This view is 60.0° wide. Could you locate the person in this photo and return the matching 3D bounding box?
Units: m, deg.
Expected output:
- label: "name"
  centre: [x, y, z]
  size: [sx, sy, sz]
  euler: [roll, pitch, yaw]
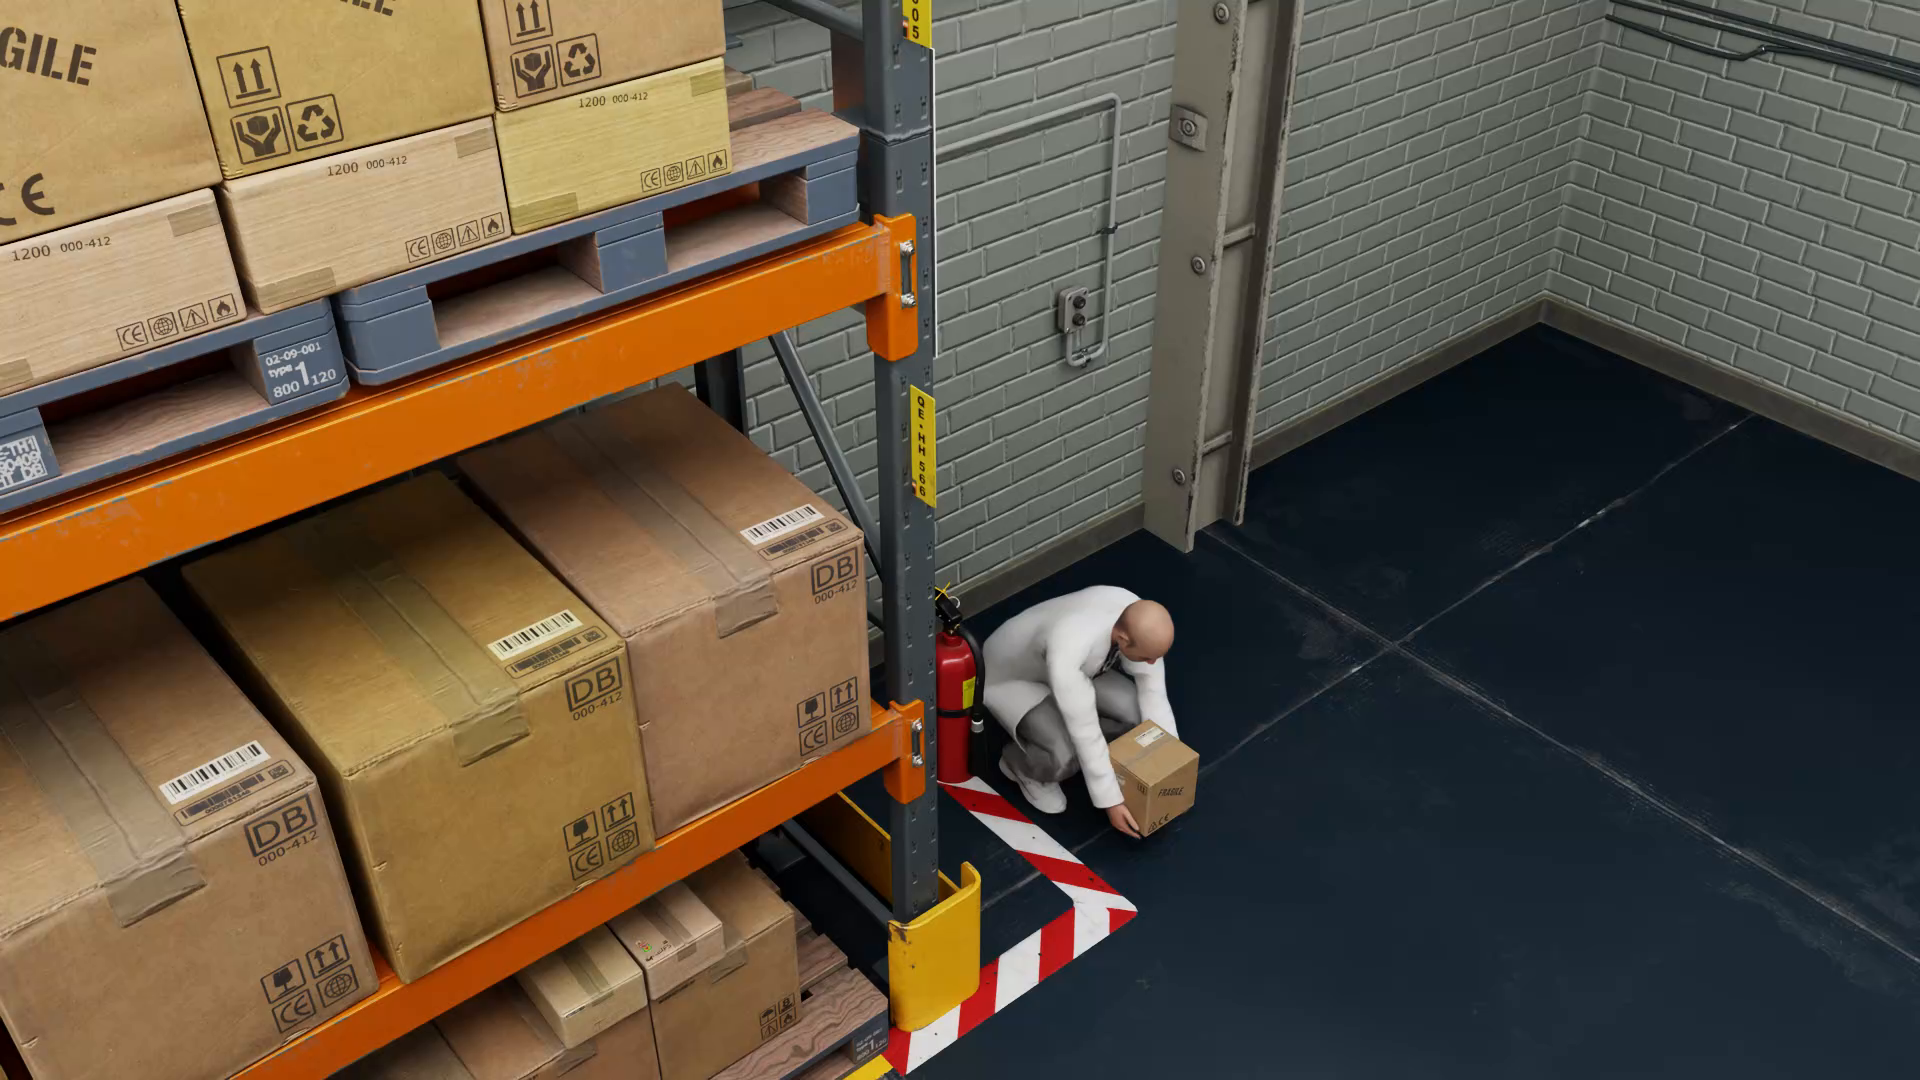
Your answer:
- label: "person"
  centre: [0.449, 0.555, 6.068]
  size: [0.581, 0.988, 0.920]
  euler: [-27, 43, -32]
